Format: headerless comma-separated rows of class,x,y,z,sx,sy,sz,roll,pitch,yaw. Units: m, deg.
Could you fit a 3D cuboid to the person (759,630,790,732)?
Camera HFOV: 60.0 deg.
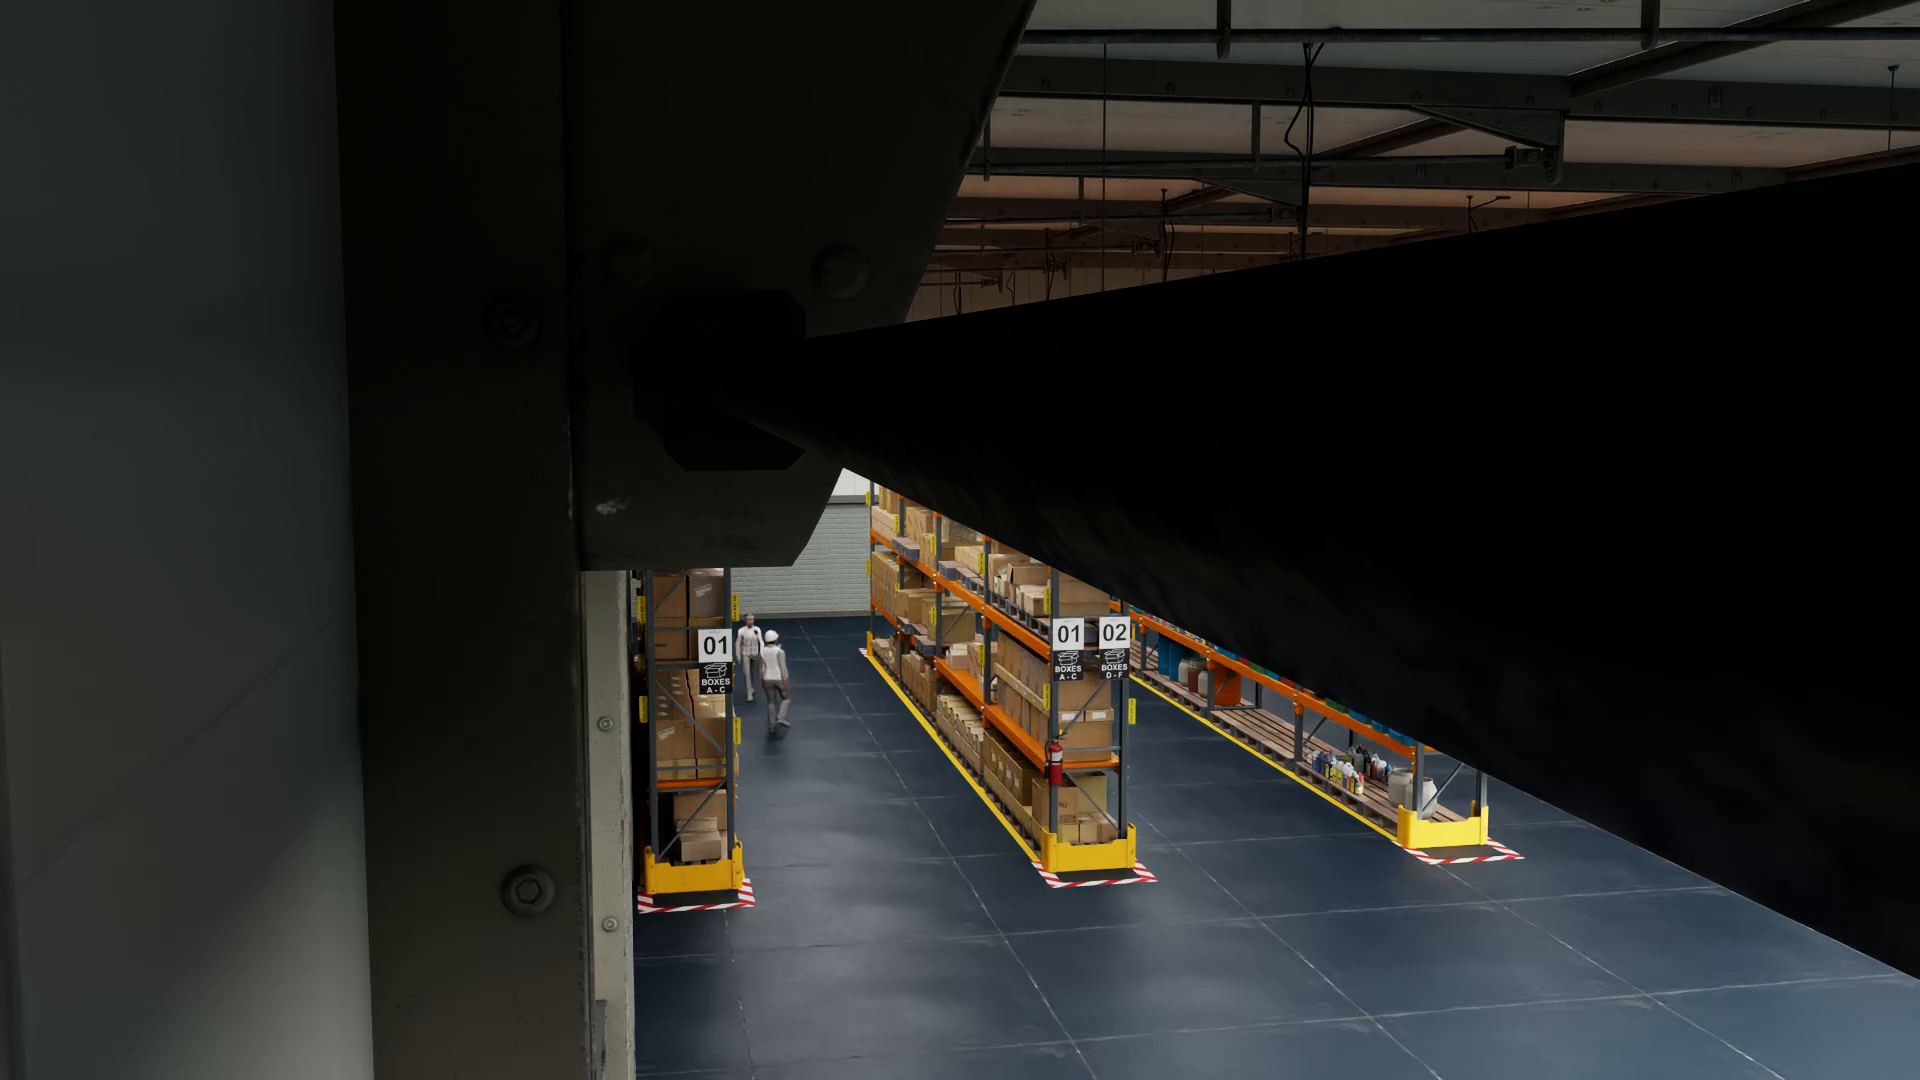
person,-3.223,2.432,28.861,0.568,1.760,0.465,1,6,6

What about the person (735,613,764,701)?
person,-4.000,2.185,31.748,0.555,1.626,1.034,-2,6,-15
